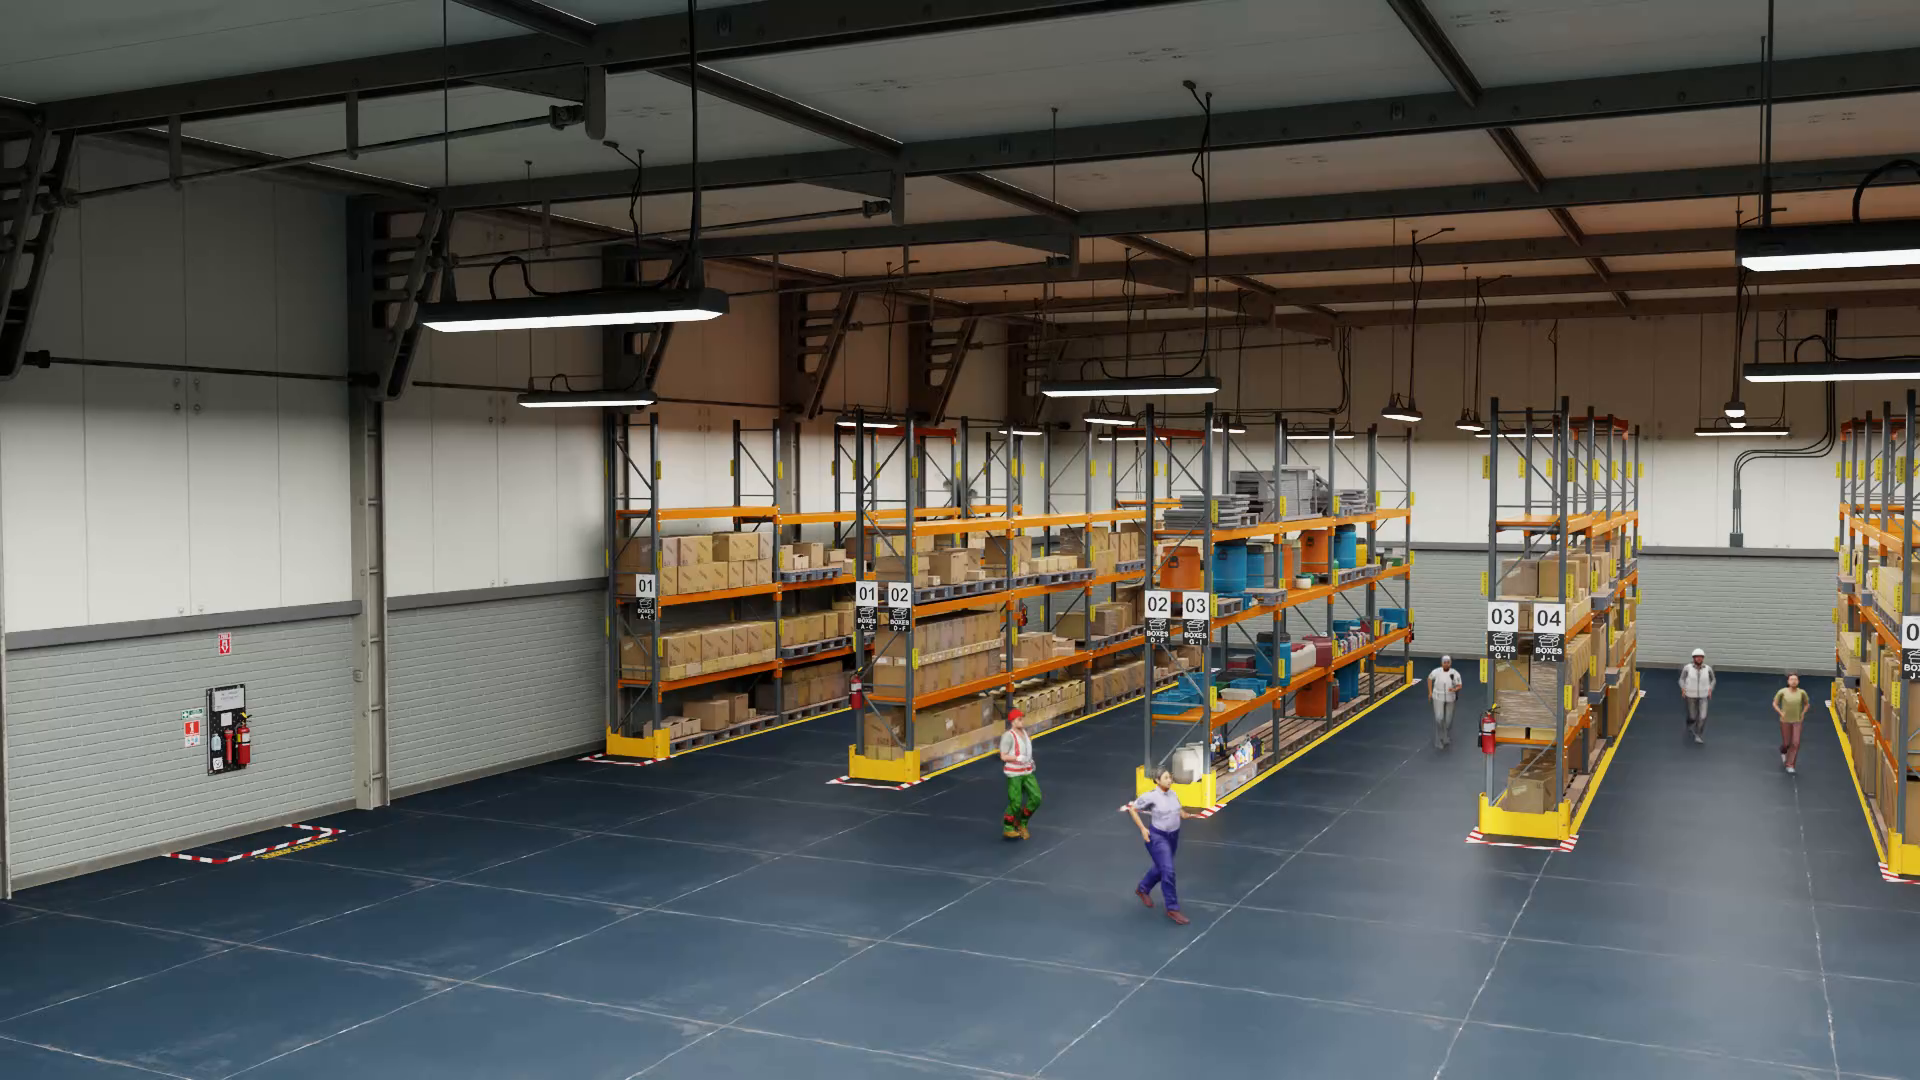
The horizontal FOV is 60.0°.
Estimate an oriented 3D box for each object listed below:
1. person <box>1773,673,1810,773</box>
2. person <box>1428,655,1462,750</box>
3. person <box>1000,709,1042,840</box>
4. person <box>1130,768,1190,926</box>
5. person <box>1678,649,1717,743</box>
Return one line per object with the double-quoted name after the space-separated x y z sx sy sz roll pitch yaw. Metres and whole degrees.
13.823 3.019 27.643 0.572 1.633 0.733 1 3 16 "person"
8.726 2.923 29.922 0.570 1.705 0.796 0 2 10 "person"
0.836 3.170 22.395 0.638 1.780 0.647 -2 3 -41 "person"
2.259 3.380 18.593 0.594 1.671 0.895 -2 3 -44 "person"
13.601 2.856 30.685 0.647 1.727 0.637 1 3 17 "person"
